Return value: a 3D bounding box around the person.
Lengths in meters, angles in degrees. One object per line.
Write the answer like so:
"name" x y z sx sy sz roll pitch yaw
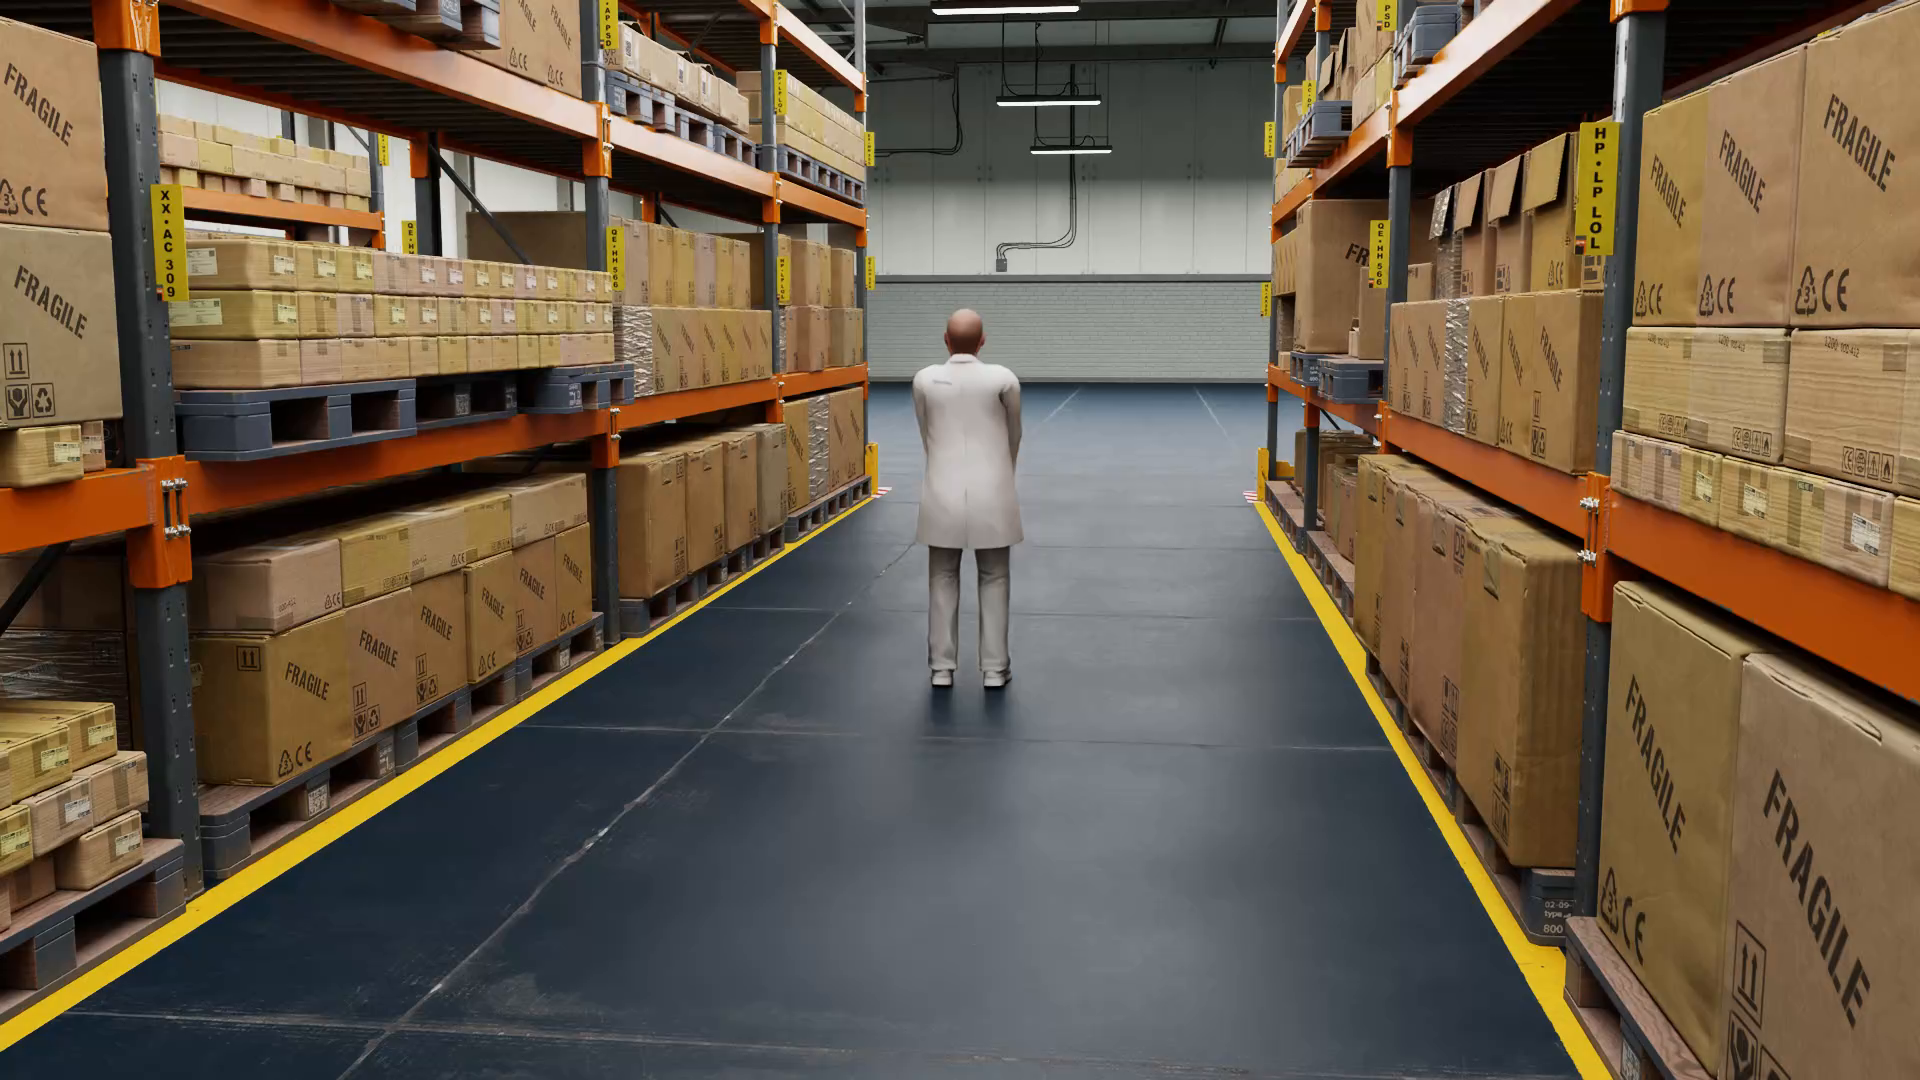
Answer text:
"person" 0.014 -0.200 7.876 0.654 1.774 0.421 0 7 3
